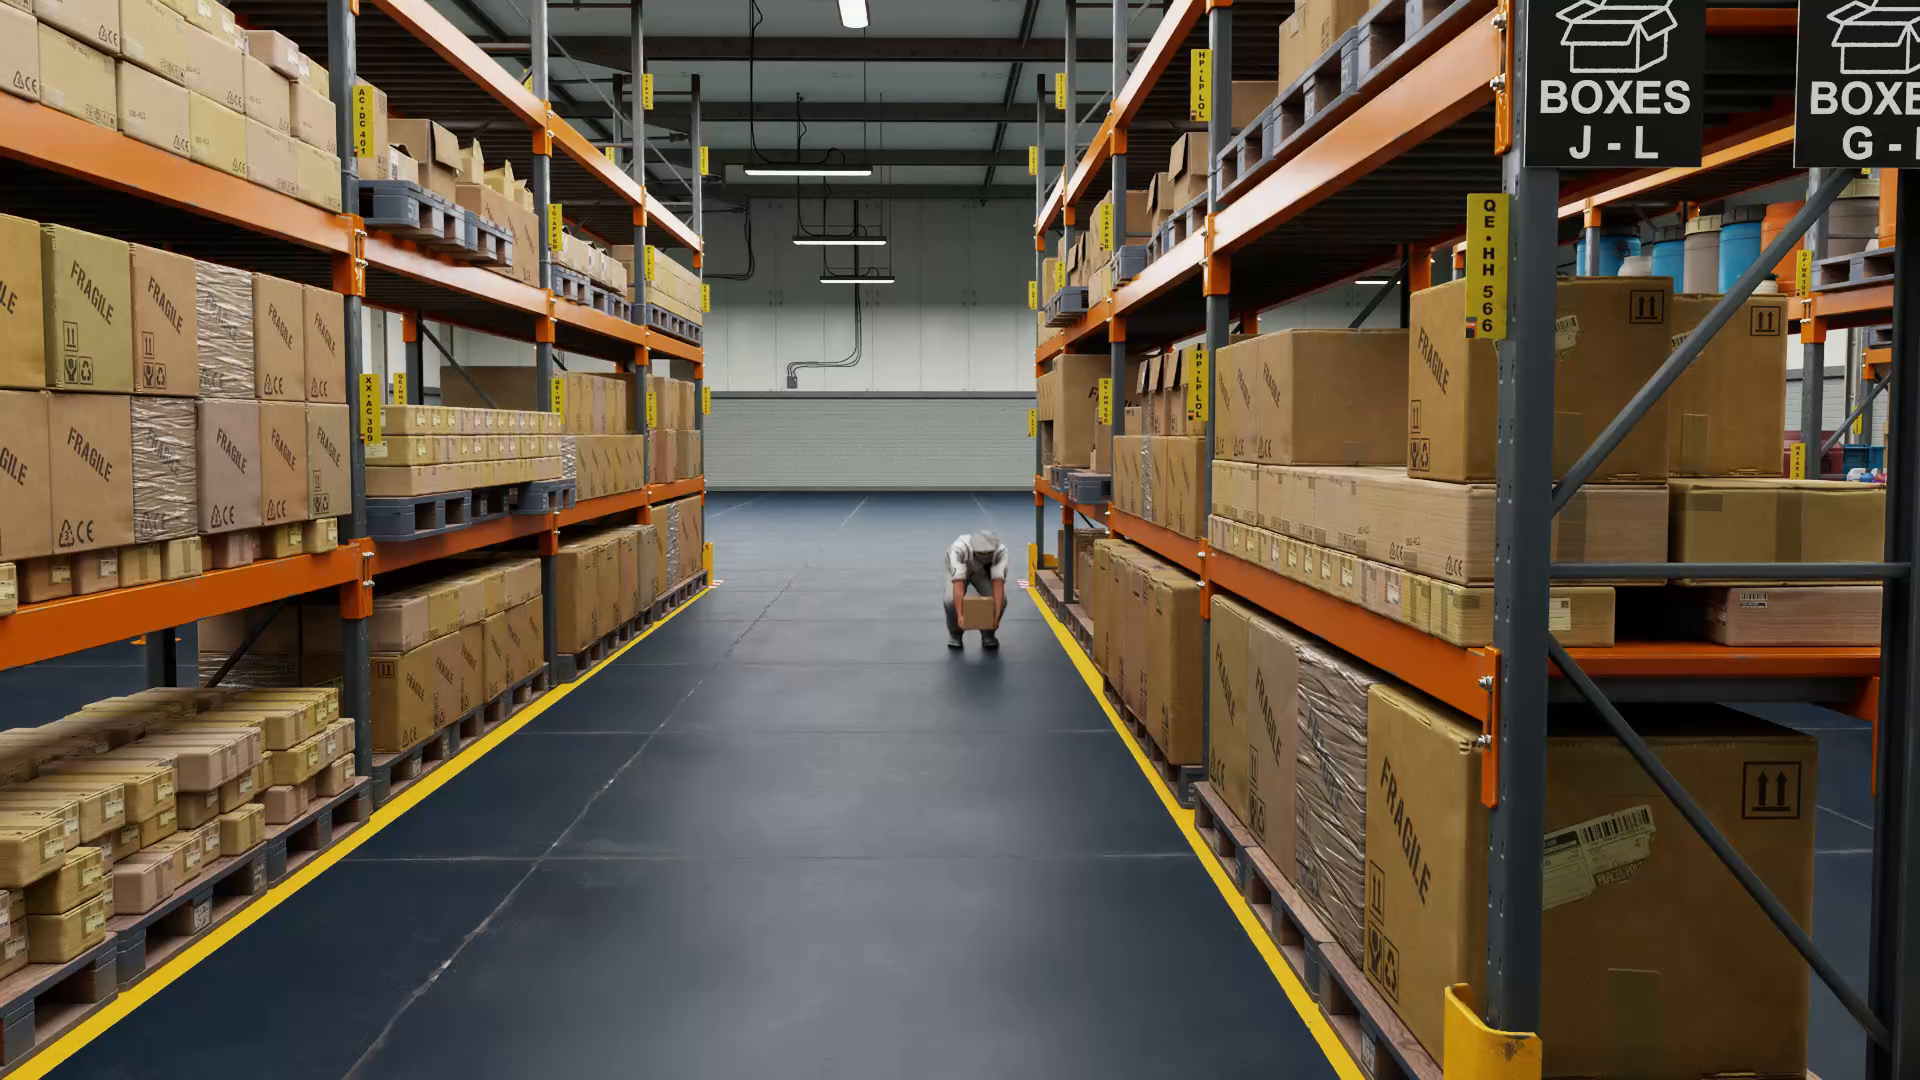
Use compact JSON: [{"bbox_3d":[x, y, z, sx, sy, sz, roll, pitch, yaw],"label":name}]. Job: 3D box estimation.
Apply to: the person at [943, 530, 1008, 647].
[{"bbox_3d":[0.130,0.406,14.058,0.544,1.027,1.019,0,4,-6],"label":"person"}]
